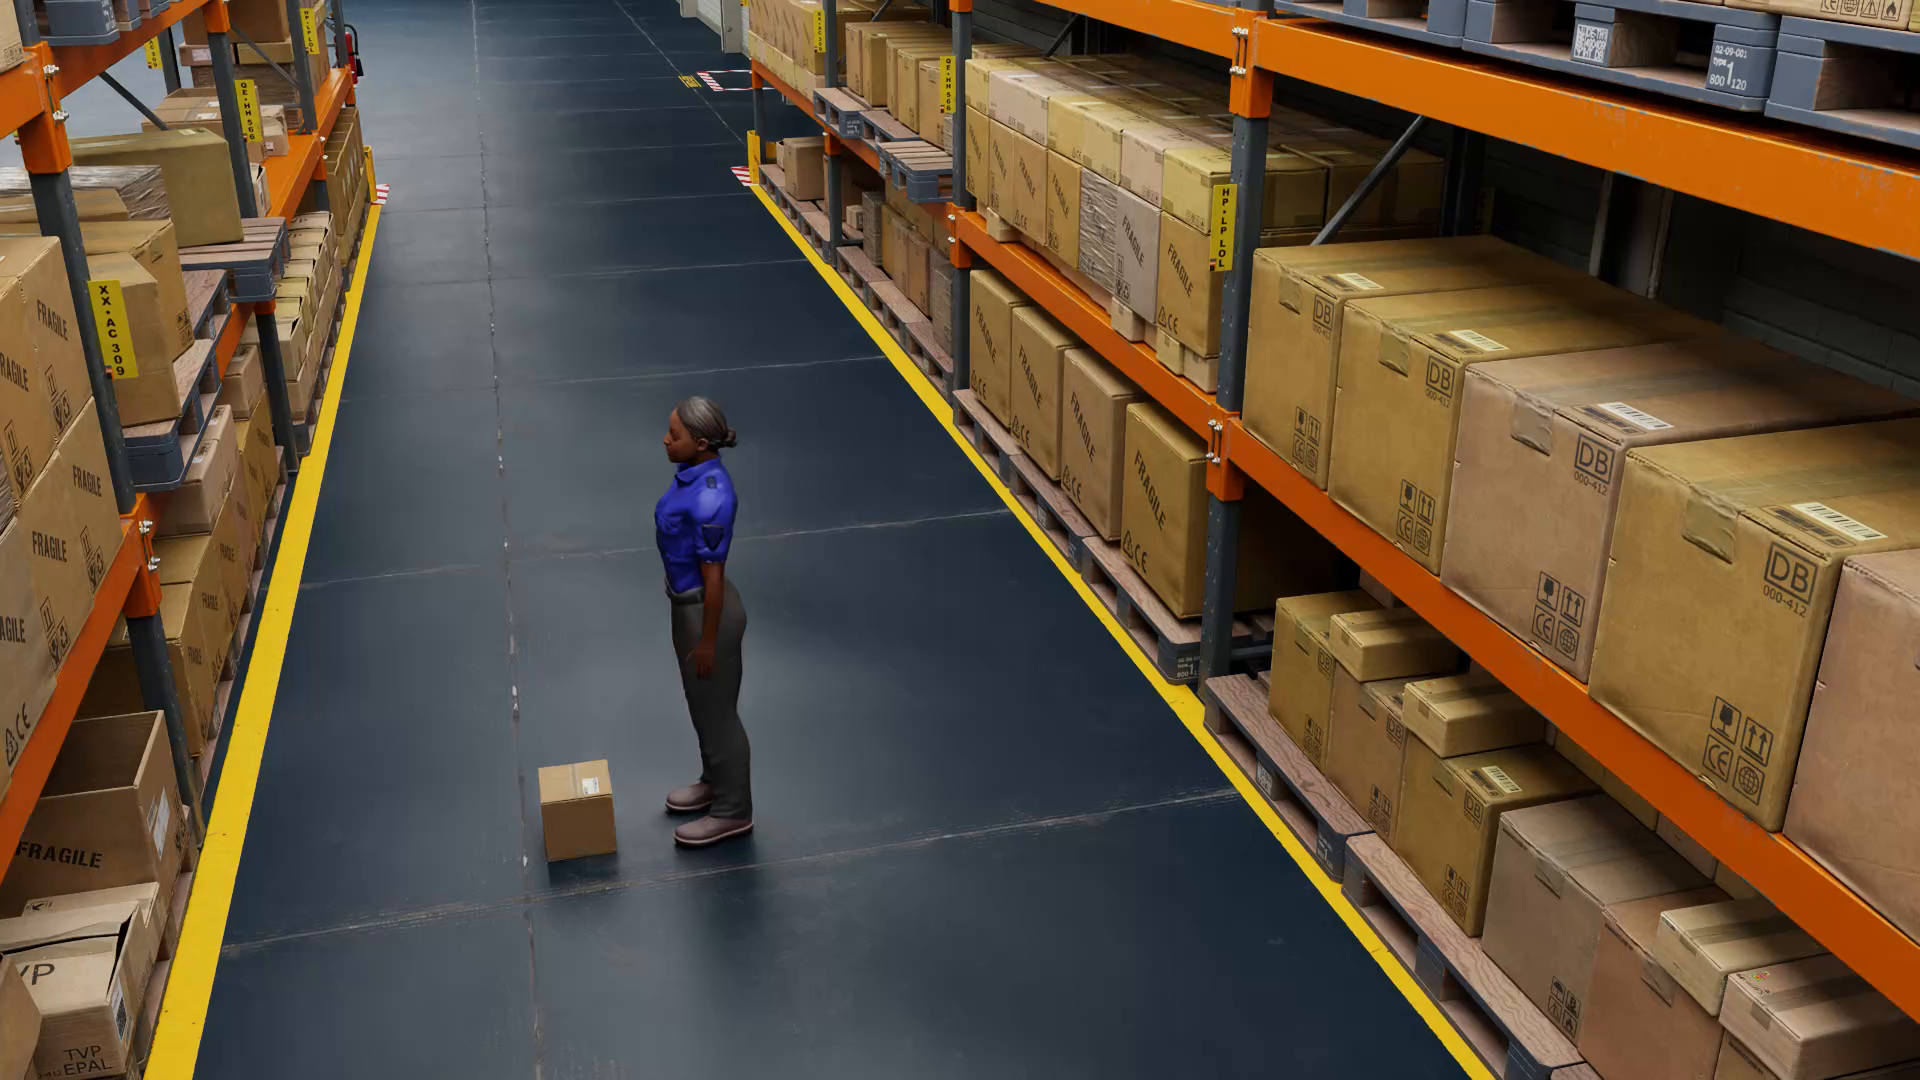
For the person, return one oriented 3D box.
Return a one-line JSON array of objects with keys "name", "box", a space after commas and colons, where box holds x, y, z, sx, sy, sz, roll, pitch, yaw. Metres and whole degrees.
[{"name": "person", "box": [-0.913, 0.328, 5.911, 0.379, 1.610, 0.457, -6, 24, -13]}]
